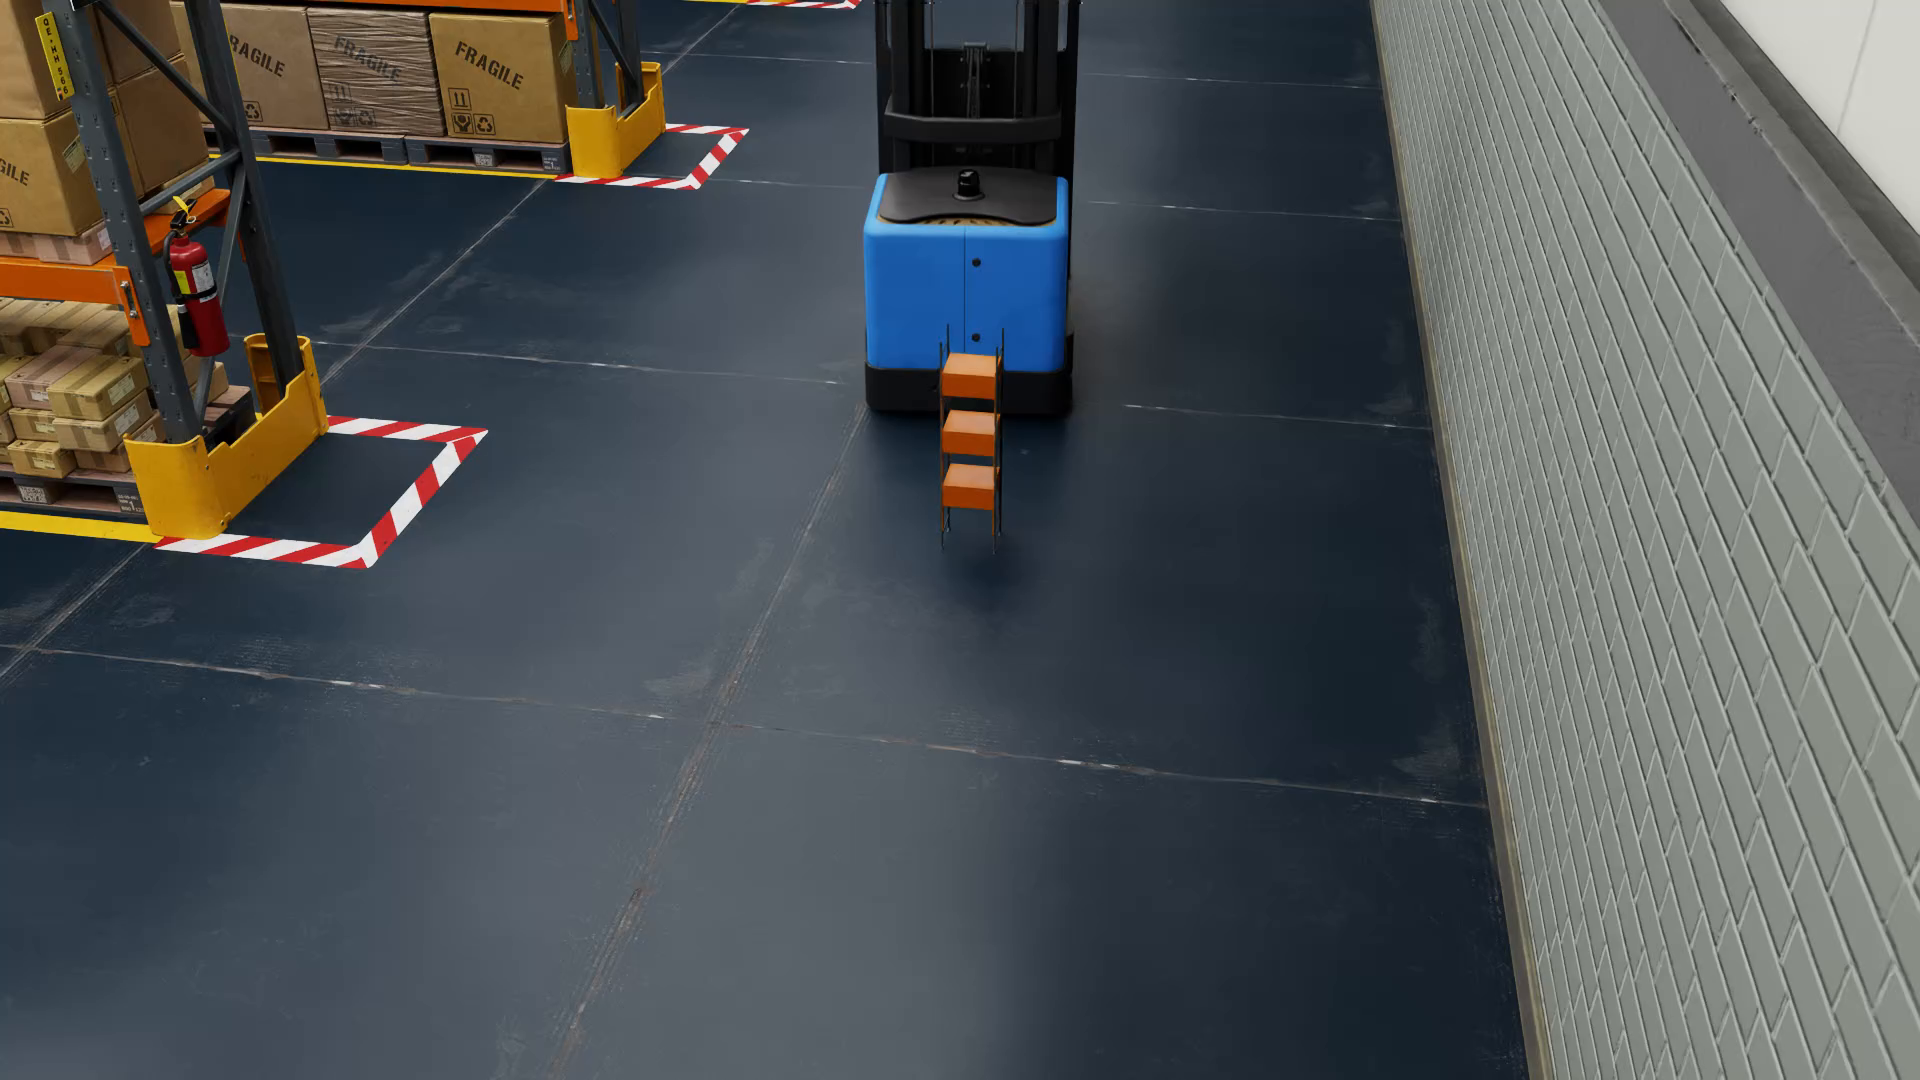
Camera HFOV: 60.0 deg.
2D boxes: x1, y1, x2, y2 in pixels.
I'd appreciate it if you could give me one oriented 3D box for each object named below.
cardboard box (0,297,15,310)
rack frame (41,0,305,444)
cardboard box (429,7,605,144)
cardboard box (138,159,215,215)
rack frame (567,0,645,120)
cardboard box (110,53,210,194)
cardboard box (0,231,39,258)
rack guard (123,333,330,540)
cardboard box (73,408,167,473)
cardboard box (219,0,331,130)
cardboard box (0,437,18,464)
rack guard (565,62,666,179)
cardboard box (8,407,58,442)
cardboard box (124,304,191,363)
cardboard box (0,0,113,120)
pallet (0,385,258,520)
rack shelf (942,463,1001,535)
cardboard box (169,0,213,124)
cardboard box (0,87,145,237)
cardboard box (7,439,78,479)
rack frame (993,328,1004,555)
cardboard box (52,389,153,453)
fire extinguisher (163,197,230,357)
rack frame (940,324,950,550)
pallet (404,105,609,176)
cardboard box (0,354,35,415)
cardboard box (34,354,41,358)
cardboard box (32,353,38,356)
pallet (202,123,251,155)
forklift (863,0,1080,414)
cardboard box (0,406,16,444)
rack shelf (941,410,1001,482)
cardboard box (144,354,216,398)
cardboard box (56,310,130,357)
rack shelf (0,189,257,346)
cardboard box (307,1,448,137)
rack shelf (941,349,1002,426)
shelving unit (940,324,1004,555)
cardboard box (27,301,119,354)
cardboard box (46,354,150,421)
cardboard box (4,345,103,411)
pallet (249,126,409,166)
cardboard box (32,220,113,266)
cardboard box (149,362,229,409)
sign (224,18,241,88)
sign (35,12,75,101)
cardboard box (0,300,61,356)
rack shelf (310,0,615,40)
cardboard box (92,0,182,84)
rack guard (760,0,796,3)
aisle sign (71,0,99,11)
[{"bbox_3d":[-4.983,-1.086,8.389,0.250,0.149,0.380,6,33,10],"label":"cardboard box"},{"bbox_3d":[-3.474,-1.580,7.448,0.127,3.000,1.000,5,32,8],"label":"rack frame"},{"bbox_3d":[-3.185,-3.458,12.054,0.875,0.875,0.875,5,32,8],"label":"cardboard box"},{"bbox_3d":[-3.738,-1.674,7.834,0.250,0.149,0.380,5,32,8],"label":"cardboard box"},{"bbox_3d":[-2.540,-4.165,11.578,0.127,3.000,1.000,5,32,8],"label":"rack frame"},{"bbox_3d":[-3.870,-1.933,7.637,0.500,0.500,0.500,7,33,11],"label":"cardboard box"},{"bbox_3d":[-4.082,-1.397,7.391,0.250,0.149,0.380,5,32,8],"label":"cardboard box"},{"bbox_3d":[-3.549,-0.528,8.122,0.348,0.500,1.175,5,32,8],"label":"rack guard"},{"bbox_3d":[-4.028,-0.488,7.993,0.250,0.149,0.380,6,32,9],"label":"cardboard box"},{"bbox_3d":[-4.959,-3.619,12.311,0.875,0.875,0.875,5,32,8],"label":"cardboard box"},{"bbox_3d":[-4.545,-0.526,8.055,0.250,0.149,0.380,5,32,8],"label":"cardboard box"},{"bbox_3d":[-2.517,-3.104,12.237,0.348,0.500,1.175,5,32,8],"label":"rack guard"},{"bbox_3d":[-4.291,-0.625,7.933,0.250,0.149,0.380,4,32,7],"label":"cardboard box"},{"bbox_3d":[-3.934,-1.027,8.293,0.250,0.149,0.380,4,32,6],"label":"cardboard box"},{"bbox_3d":[-3.967,-2.083,6.934,0.500,0.500,0.500,5,32,7],"label":"cardboard box"},{"bbox_3d":[-4.344,-0.496,8.344,1.213,0.211,1.003,5,32,8],"label":"pallet"},{"bbox_3d":[0.053,-0.196,7.617,0.240,0.259,0.215,5,32,8],"label":"rack shelf"},{"bbox_3d":[-5.846,-3.699,12.439,0.875,0.875,0.875,5,32,8],"label":"cardboard box"},{"bbox_3d":[-3.961,-1.654,7.191,0.500,0.500,0.500,6,33,9],"label":"cardboard box"},{"bbox_3d":[-4.299,-0.458,7.945,0.250,0.149,0.380,6,33,10],"label":"cardboard box"},{"bbox_3d":[0.173,-0.429,7.446,0.008,1.050,0.200,5,32,8],"label":"rack frame"},{"bbox_3d":[-4.043,-0.574,7.850,0.250,0.149,0.380,4,32,7],"label":"cardboard box"},{"bbox_3d":[-3.304,-1.126,7.145,0.183,0.674,0.296,5,32,8],"label":"fire extinguisher"},{"bbox_3d":[-0.068,-0.451,7.481,0.008,1.050,0.200,5,32,8],"label":"rack frame"},{"bbox_3d":[-3.342,-3.014,12.366,1.213,0.211,1.003,5,32,8],"label":"pallet"},{"bbox_3d":[-4.553,-0.726,7.813,0.250,0.149,0.380,4,32,7],"label":"cardboard box"},{"bbox_3d":[-4.464,-0.887,8.350,0.250,0.149,0.380,6,32,9],"label":"cardboard box"},{"bbox_3d":[-4.699,-0.966,8.477,0.250,0.149,0.380,6,33,10],"label":"cardboard box"},{"bbox_3d":[-5.747,-3.232,12.714,1.213,0.211,1.003,5,32,8],"label":"pallet"},{"bbox_3d":[0.105,-2.650,9.222,1.130,2.935,3.031,2,32,3],"label":"forklift"},{"bbox_3d":[-4.555,-0.619,7.923,0.250,0.149,0.380,4,32,6],"label":"cardboard box"},{"bbox_3d":[0.053,-0.431,7.469,0.240,0.259,0.215,5,32,8],"label":"rack shelf"},{"bbox_3d":[-3.948,-0.857,8.303,0.250,0.149,0.380,6,33,10],"label":"cardboard box"},{"bbox_3d":[-4.226,-0.988,8.232,0.250,0.149,0.380,6,33,9],"label":"cardboard box"},{"bbox_3d":[-5.446,-1.454,7.924,4.000,0.370,1.077,5,32,8],"label":"rack shelf"},{"bbox_3d":[-4.082,-3.539,12.184,0.875,0.875,0.875,5,32,8],"label":"cardboard box"},{"bbox_3d":[0.053,-0.672,7.319,0.240,0.259,0.215,5,32,8],"label":"rack shelf"},{"bbox_3d":[0.053,-0.440,7.464,0.252,1.050,0.215,5,32,8],"label":"shelving unit"},{"bbox_3d":[-4.452,-1.078,8.375,0.250,0.149,0.380,5,32,8],"label":"cardboard box"},{"bbox_3d":[-4.039,-0.717,7.798,0.250,0.149,0.380,6,32,9],"label":"cardboard box"},{"bbox_3d":[-4.277,-0.769,7.882,0.250,0.149,0.380,6,33,9],"label":"cardboard box"},{"bbox_3d":[-4.541,-3.124,12.542,1.213,0.211,1.003,5,32,8],"label":"pallet"},{"bbox_3d":[-3.843,-1.355,7.325,0.250,0.149,0.380,5,32,8],"label":"cardboard box"},{"bbox_3d":[-3.937,-0.764,8.435,0.250,0.149,0.380,6,33,9],"label":"cardboard box"},{"bbox_3d":[-3.383,-2.231,7.671,0.005,0.325,0.100,5,32,8],"label":"sign"},{"bbox_3d":[-3.587,-1.917,6.596,0.005,0.325,0.100,5,32,8],"label":"sign"},{"bbox_3d":[-4.711,-1.057,8.341,0.250,0.149,0.380,4,32,6],"label":"cardboard box"},{"bbox_3d":[-4.512,-4.039,12.054,4.000,0.370,1.077,5,32,8],"label":"rack shelf"},{"bbox_3d":[-3.872,-2.352,7.363,0.500,0.500,0.500,5,32,8],"label":"cardboard box"},{"bbox_3d":[-1.681,-5.701,16.387,0.348,0.500,1.175,5,32,8],"label":"rack guard"},{"bbox_3d":[-3.453,-2.519,6.497,0.004,0.787,0.394,5,32,8],"label":"aisle sign"}]
